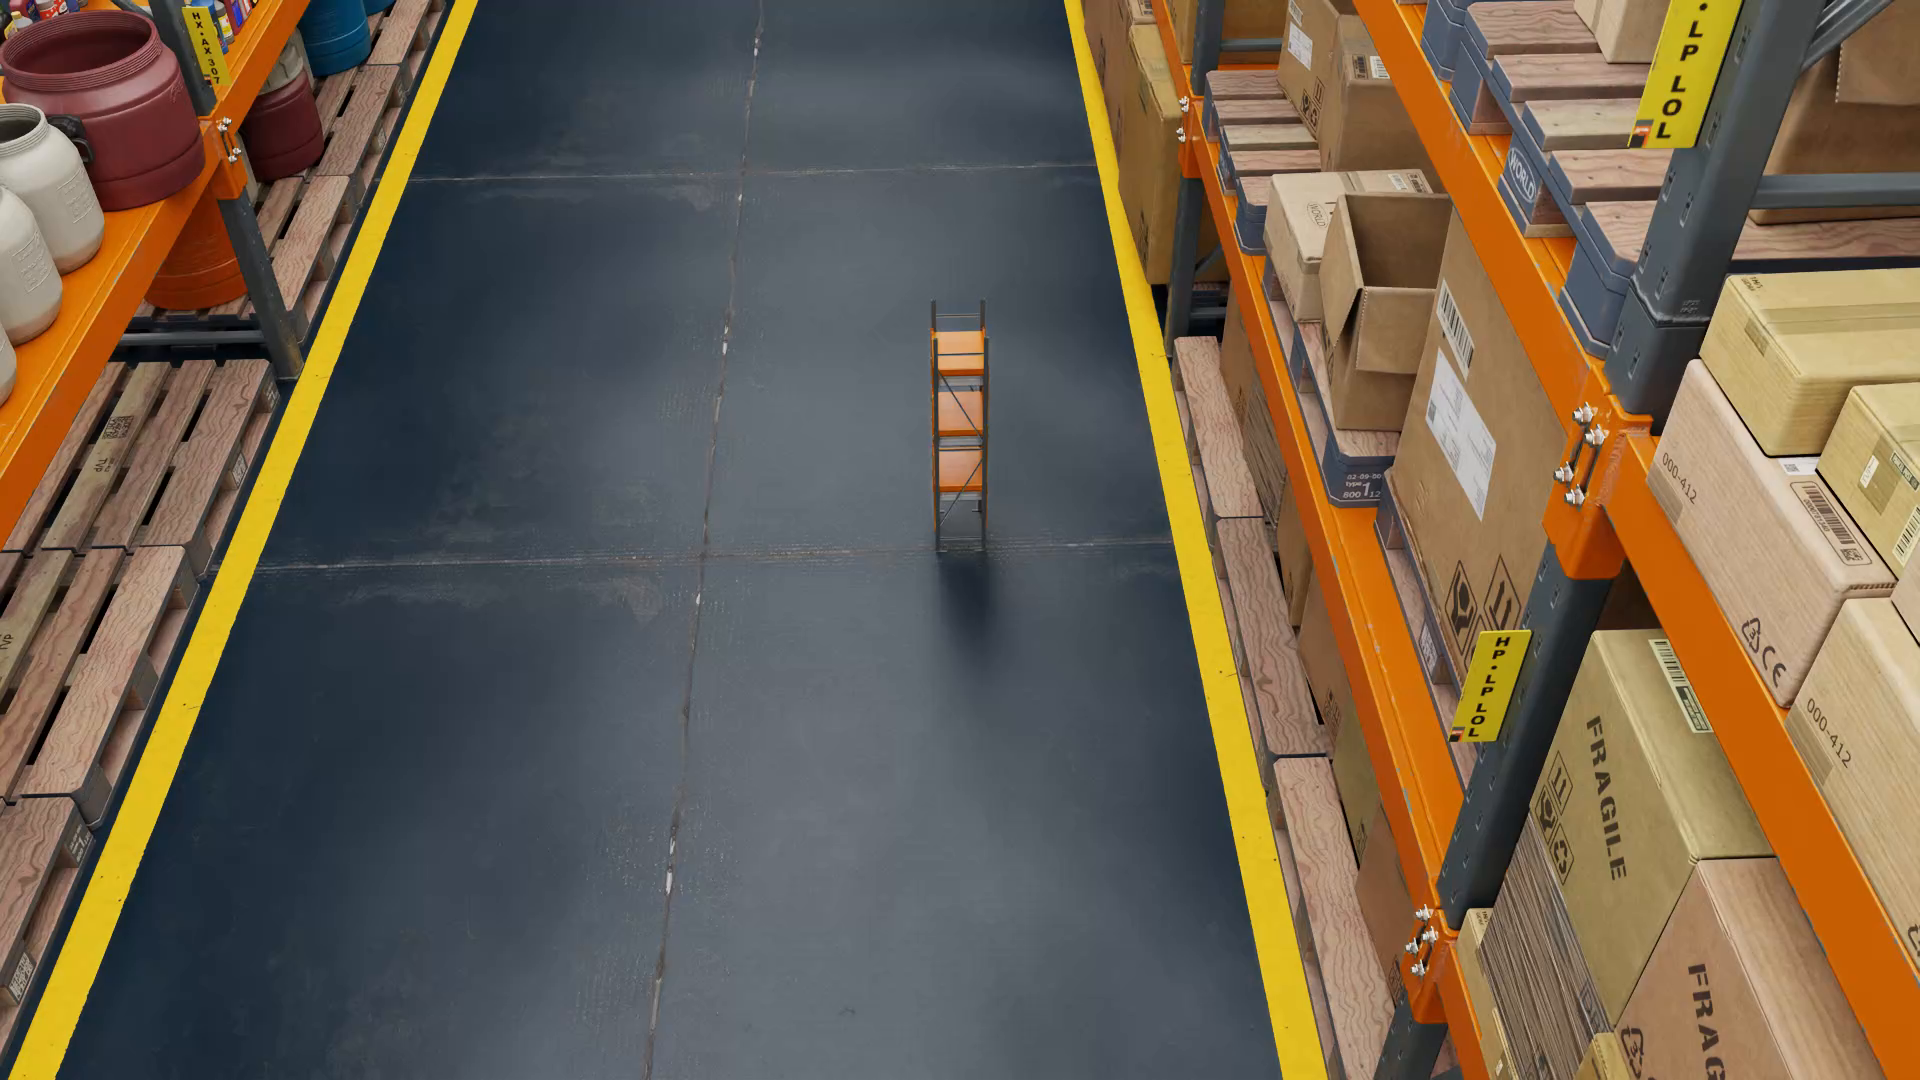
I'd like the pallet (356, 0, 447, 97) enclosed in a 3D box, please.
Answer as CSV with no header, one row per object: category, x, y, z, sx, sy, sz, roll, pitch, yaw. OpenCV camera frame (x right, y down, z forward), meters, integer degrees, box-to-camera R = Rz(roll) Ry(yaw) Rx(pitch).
pallet,-3.679,-3.002,9.869,1.003,0.211,1.213,-2,43,-2

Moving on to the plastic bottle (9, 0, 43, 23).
plastic bottle,-3.953,-2.225,7.044,0.061,0.283,0.133,-2,43,-2

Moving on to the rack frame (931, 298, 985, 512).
rack frame,-0.007,-0.505,6.525,0.200,1.050,0.008,-2,43,-2

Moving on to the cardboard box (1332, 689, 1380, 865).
cardboard box,1.612,0.728,5.260,0.700,0.500,0.500,-2,43,-2

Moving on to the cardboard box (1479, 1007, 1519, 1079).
cardboard box,1.324,1.122,3.492,0.380,0.149,0.250,-2,43,-2

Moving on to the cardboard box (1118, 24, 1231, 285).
cardboard box,1.440,-1.832,7.790,1.225,0.875,0.875,-3,43,-4

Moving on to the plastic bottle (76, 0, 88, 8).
plastic bottle,-3.952,-2.471,7.373,0.097,0.201,0.097,0,43,0

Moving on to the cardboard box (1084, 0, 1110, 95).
cardboard box,1.364,-3.031,9.099,1.225,0.875,0.875,-3,43,-3

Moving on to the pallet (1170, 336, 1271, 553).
pallet,1.480,-0.438,7.072,1.003,0.211,1.213,-2,43,-2

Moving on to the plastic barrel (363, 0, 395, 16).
plastic barrel,-3.664,-3.566,9.662,0.600,0.901,0.708,-2,43,-2

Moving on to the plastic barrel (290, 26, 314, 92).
plastic barrel,-3.699,-2.560,8.854,0.421,0.512,0.421,0,43,0

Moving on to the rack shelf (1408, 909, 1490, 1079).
rack shelf,1.703,2.322,2.530,1.077,0.370,4.000,-2,43,-2

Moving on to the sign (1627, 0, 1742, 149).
sign,1.064,-0.717,2.418,0.100,0.325,0.005,-2,43,-2

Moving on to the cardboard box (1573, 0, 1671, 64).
cardboard box,1.478,-1.136,3.339,0.396,0.266,0.258,0,43,0

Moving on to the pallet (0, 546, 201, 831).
pallet,-3.457,0.522,6.025,1.003,0.211,1.213,-2,43,-2

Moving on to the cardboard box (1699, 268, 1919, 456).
cardboard box,1.324,-0.263,2.413,0.380,0.149,0.250,-3,43,-3

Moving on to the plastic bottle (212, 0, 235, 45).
plastic bottle,-3.177,-2.225,7.104,0.097,0.201,0.097,0,43,0

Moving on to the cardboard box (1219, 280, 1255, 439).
cardboard box,1.497,-0.783,6.909,0.700,0.500,0.500,-4,43,-4

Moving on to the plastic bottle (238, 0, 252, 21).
plastic bottle,-3.215,-2.420,7.262,0.152,0.276,0.135,-2,43,-2

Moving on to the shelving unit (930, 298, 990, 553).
shelving unit,-0.002,-0.423,6.435,0.215,1.050,0.252,-2,43,-2

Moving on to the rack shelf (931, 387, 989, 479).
rack shelf,-0.002,-0.415,6.442,0.215,0.259,0.240,-2,43,-2

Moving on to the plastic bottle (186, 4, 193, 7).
plastic bottle,-3.196,-2.108,6.921,0.152,0.276,0.135,-2,43,-2

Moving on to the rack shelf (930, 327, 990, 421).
rack shelf,-0.002,-0.625,6.250,0.215,0.259,0.240,-2,43,-2

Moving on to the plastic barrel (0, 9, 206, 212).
plastic barrel,-3.178,-1.597,6.172,0.600,0.536,0.708,-2,43,-2

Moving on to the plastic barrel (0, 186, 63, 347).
plastic barrel,-3.225,-0.920,5.451,0.421,0.512,0.421,0,43,0

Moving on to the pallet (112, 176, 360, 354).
pallet,-3.575,-1.355,8.072,1.003,0.211,1.213,-2,43,-2

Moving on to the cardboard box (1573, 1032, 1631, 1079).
cardboard box,1.562,1.204,2.922,0.875,0.500,0.500,-2,43,-2

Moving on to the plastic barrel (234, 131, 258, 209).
plastic barrel,-3.651,-1.798,8.022,0.421,0.512,0.421,0,43,0

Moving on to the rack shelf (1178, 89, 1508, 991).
rack shelf,1.533,-0.379,5.476,1.077,0.370,4.000,-2,43,-2

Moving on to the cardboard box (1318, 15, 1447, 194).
cardboard box,1.635,-1.448,5.725,0.700,0.500,0.500,4,43,5

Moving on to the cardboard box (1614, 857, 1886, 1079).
cardboard box,1.406,0.840,2.580,0.500,0.500,0.500,-2,43,-2

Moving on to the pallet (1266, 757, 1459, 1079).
pallet,1.584,1.209,5.275,1.003,0.211,1.213,-2,43,-2

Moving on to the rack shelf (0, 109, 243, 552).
rack shelf,-3.415,-0.236,5.320,1.077,0.370,4.000,-2,43,-2

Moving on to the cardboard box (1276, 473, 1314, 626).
cardboard box,1.564,-0.026,6.083,0.700,0.500,0.500,2,43,2

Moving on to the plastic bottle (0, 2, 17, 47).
plastic bottle,-3.944,-2.070,6.874,0.061,0.283,0.133,-2,43,-2

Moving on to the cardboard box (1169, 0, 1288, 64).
cardboard box,1.180,-2.357,7.027,0.500,0.500,0.500,0,43,0

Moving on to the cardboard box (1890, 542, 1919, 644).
cardboard box,1.394,0.099,2.018,0.380,0.149,0.250,-1,43,-1

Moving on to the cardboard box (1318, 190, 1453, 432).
cardboard box,1.452,-0.654,4.857,0.797,0.503,0.637,2,43,3

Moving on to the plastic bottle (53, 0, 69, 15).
plastic bottle,-3.944,-2.339,7.229,0.097,0.201,0.097,0,43,0

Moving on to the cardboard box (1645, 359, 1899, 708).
cardboard box,1.382,-0.033,2.457,0.500,0.250,0.500,-3,43,-3

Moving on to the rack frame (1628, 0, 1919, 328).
rack frame,1.618,-1.505,1.732,1.000,3.000,0.127,-2,43,-2

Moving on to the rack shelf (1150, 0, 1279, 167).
rack shelf,1.363,-3.079,8.422,1.077,0.370,4.000,-2,43,-2

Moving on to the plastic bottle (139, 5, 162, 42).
plastic bottle,-3.348,-2.103,6.916,0.152,0.276,0.135,-2,43,-2

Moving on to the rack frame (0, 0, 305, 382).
rack frame,-3.500,-1.852,6.550,1.000,3.000,0.127,-2,43,-2

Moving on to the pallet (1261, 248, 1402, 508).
pallet,1.573,-0.588,5.314,1.003,0.211,1.213,-2,43,-2

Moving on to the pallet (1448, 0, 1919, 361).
pallet,1.698,-0.750,3.267,1.213,0.211,1.003,-2,43,-2
